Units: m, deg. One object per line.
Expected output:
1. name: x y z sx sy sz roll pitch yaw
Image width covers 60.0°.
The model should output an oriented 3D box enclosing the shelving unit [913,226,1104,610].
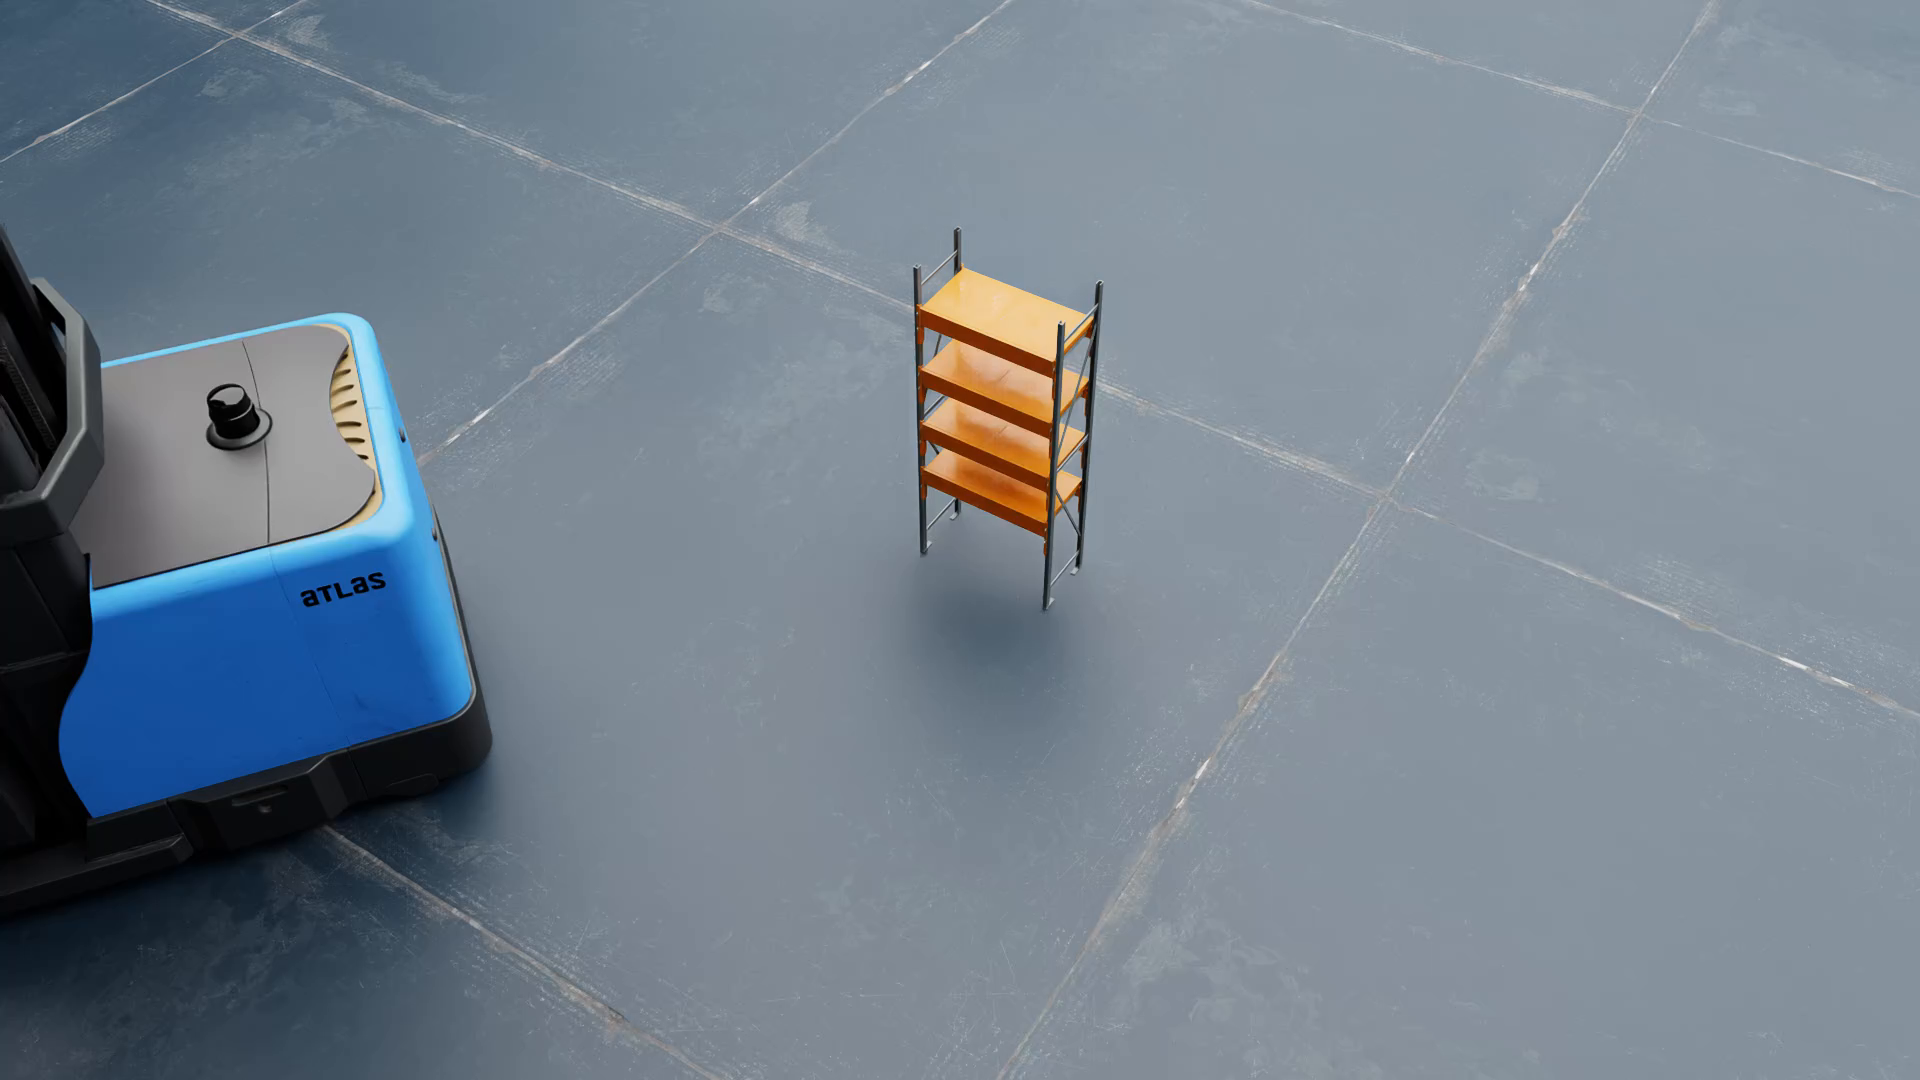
1. shelving unit: 0.139 -0.354 5.257 0.503 1.200 0.258 25 51 22

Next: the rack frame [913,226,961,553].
1. rack frame: -0.066 -0.449 5.349 0.015 1.200 0.240 25 51 22

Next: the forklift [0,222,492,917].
1. forklift: -2.991 -0.263 3.962 3.031 2.935 1.130 -15 48 -15

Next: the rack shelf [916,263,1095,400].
1. rack shelf: 0.139 -0.628 4.976 0.480 0.148 0.258 25 51 22

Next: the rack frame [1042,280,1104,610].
1. rack frame: 0.345 -0.260 5.166 0.015 1.200 0.240 25 51 22

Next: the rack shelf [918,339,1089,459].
1. rack shelf: 0.139 -0.463 5.145 0.480 0.148 0.258 25 51 22

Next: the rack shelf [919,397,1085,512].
1. rack shelf: 0.139 -0.307 5.306 0.480 0.148 0.258 25 51 22

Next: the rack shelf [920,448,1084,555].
1. rack shelf: 0.139 -0.169 5.448 0.480 0.148 0.258 25 51 22
